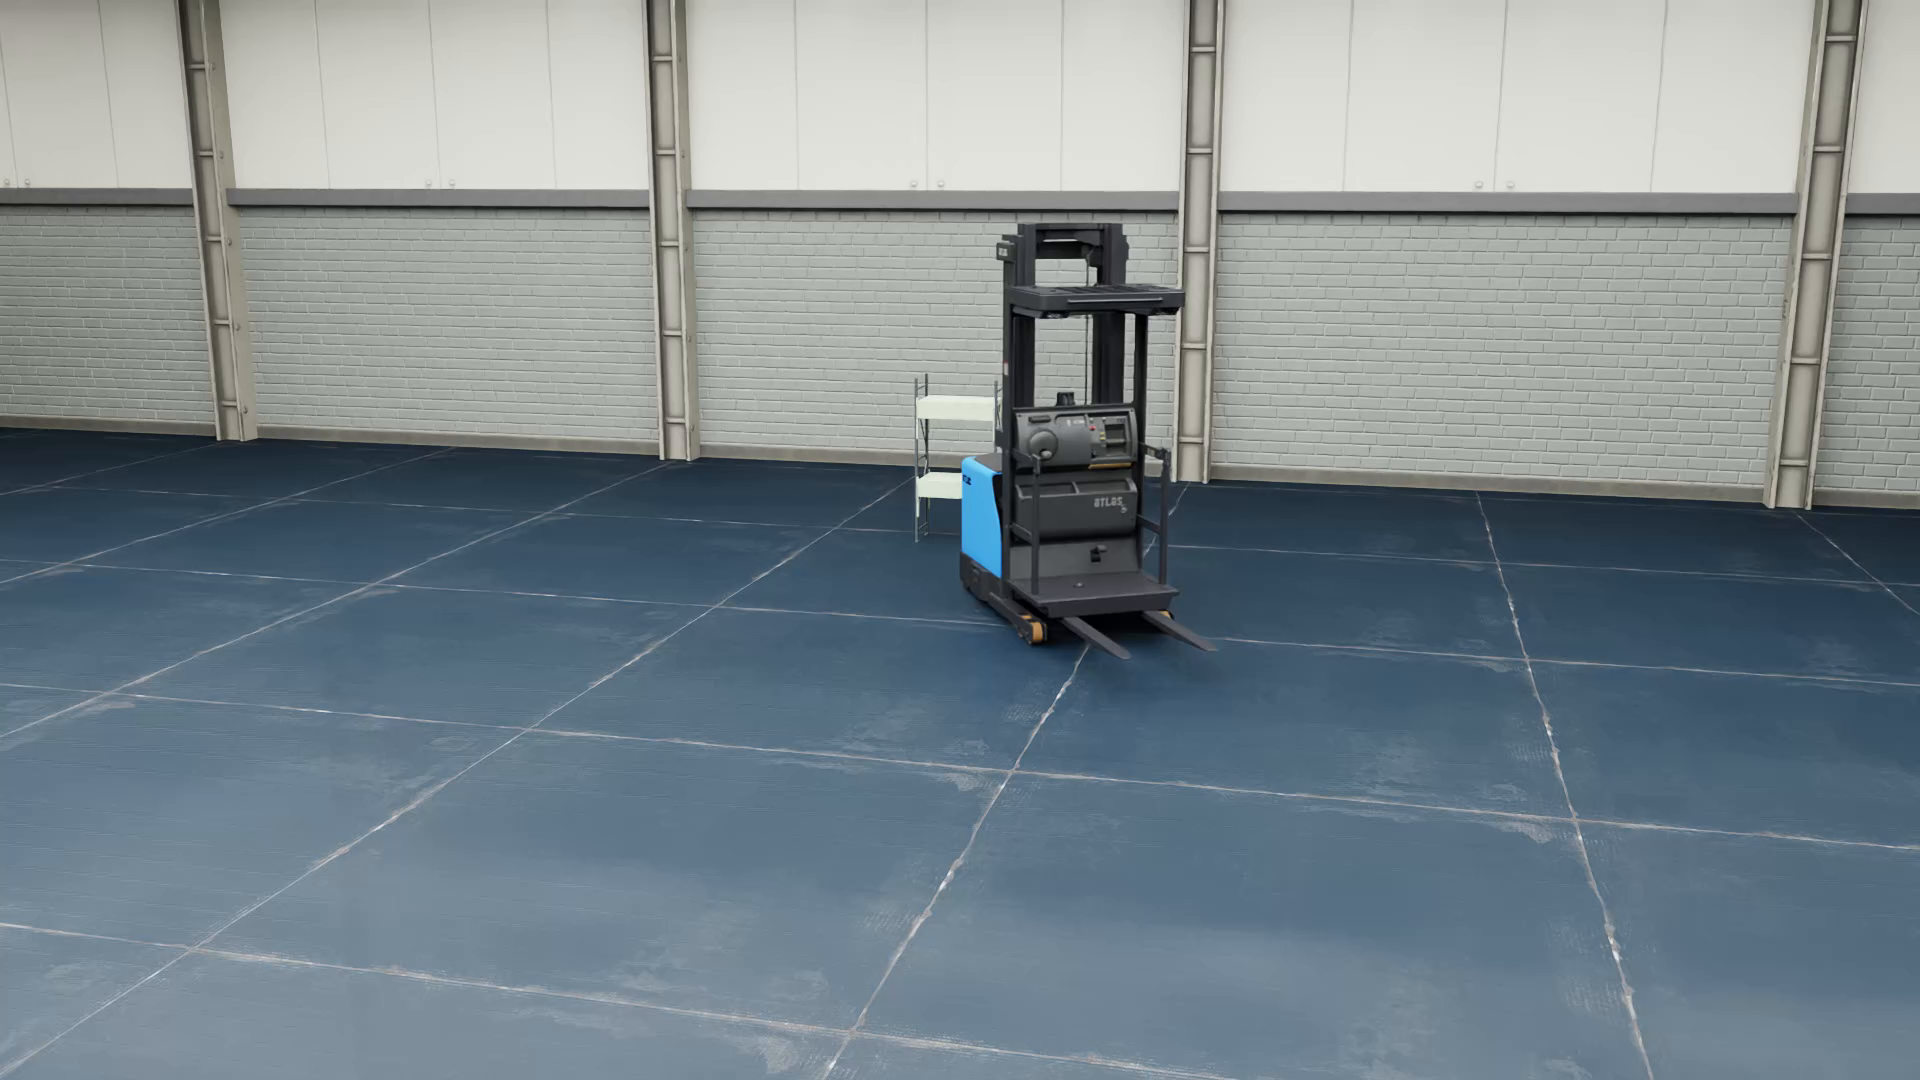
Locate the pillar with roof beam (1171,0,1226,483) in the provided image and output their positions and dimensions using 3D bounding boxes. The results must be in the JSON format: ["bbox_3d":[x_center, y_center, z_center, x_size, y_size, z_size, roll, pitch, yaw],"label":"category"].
[{"bbox_3d":[1.496,-4.144,13.153,0.400,9.000,9.100,3,13,14],"label":"pillar with roof beam"}]

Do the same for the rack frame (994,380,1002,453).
[{"bbox_3d":[0.362,-0.713,15.000,0.023,1.500,0.400,3,13,14],"label":"rack frame"}]

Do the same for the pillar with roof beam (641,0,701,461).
[{"bbox_3d":[-4.330,-4.455,14.556,0.400,9.000,9.100,3,13,14],"label":"pillar with roof beam"}]

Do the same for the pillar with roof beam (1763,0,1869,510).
[{"bbox_3d":[7.321,-3.833,11.749,0.400,9.000,9.100,3,13,14],"label":"pillar with roof beam"}]

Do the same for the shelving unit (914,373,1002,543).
[{"bbox_3d":[0.006,-0.732,15.086,0.755,1.500,0.431,3,13,14],"label":"shelving unit"}]

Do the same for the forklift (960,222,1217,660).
[{"bbox_3d":[0.924,-0.779,11.996,1.130,2.935,3.031,-4,13,-17],"label":"forklift"}]

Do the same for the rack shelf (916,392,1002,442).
[{"bbox_3d":[0.006,-1.113,15.001,0.720,0.370,0.431,3,13,14],"label":"rack shelf"}]

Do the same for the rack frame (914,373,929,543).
[{"bbox_3d":[-0.349,-0.751,15.172,0.023,1.500,0.400,3,13,14],"label":"rack frame"}]

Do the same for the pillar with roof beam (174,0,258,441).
[{"bbox_3d":[-10.155,-4.767,15.959,0.400,9.000,9.100,3,13,14],"label":"pillar with roof beam"}]

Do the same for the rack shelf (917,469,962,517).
[{"bbox_3d":[0.006,-0.414,15.157,0.720,0.370,0.431,3,13,14],"label":"rack shelf"}]
